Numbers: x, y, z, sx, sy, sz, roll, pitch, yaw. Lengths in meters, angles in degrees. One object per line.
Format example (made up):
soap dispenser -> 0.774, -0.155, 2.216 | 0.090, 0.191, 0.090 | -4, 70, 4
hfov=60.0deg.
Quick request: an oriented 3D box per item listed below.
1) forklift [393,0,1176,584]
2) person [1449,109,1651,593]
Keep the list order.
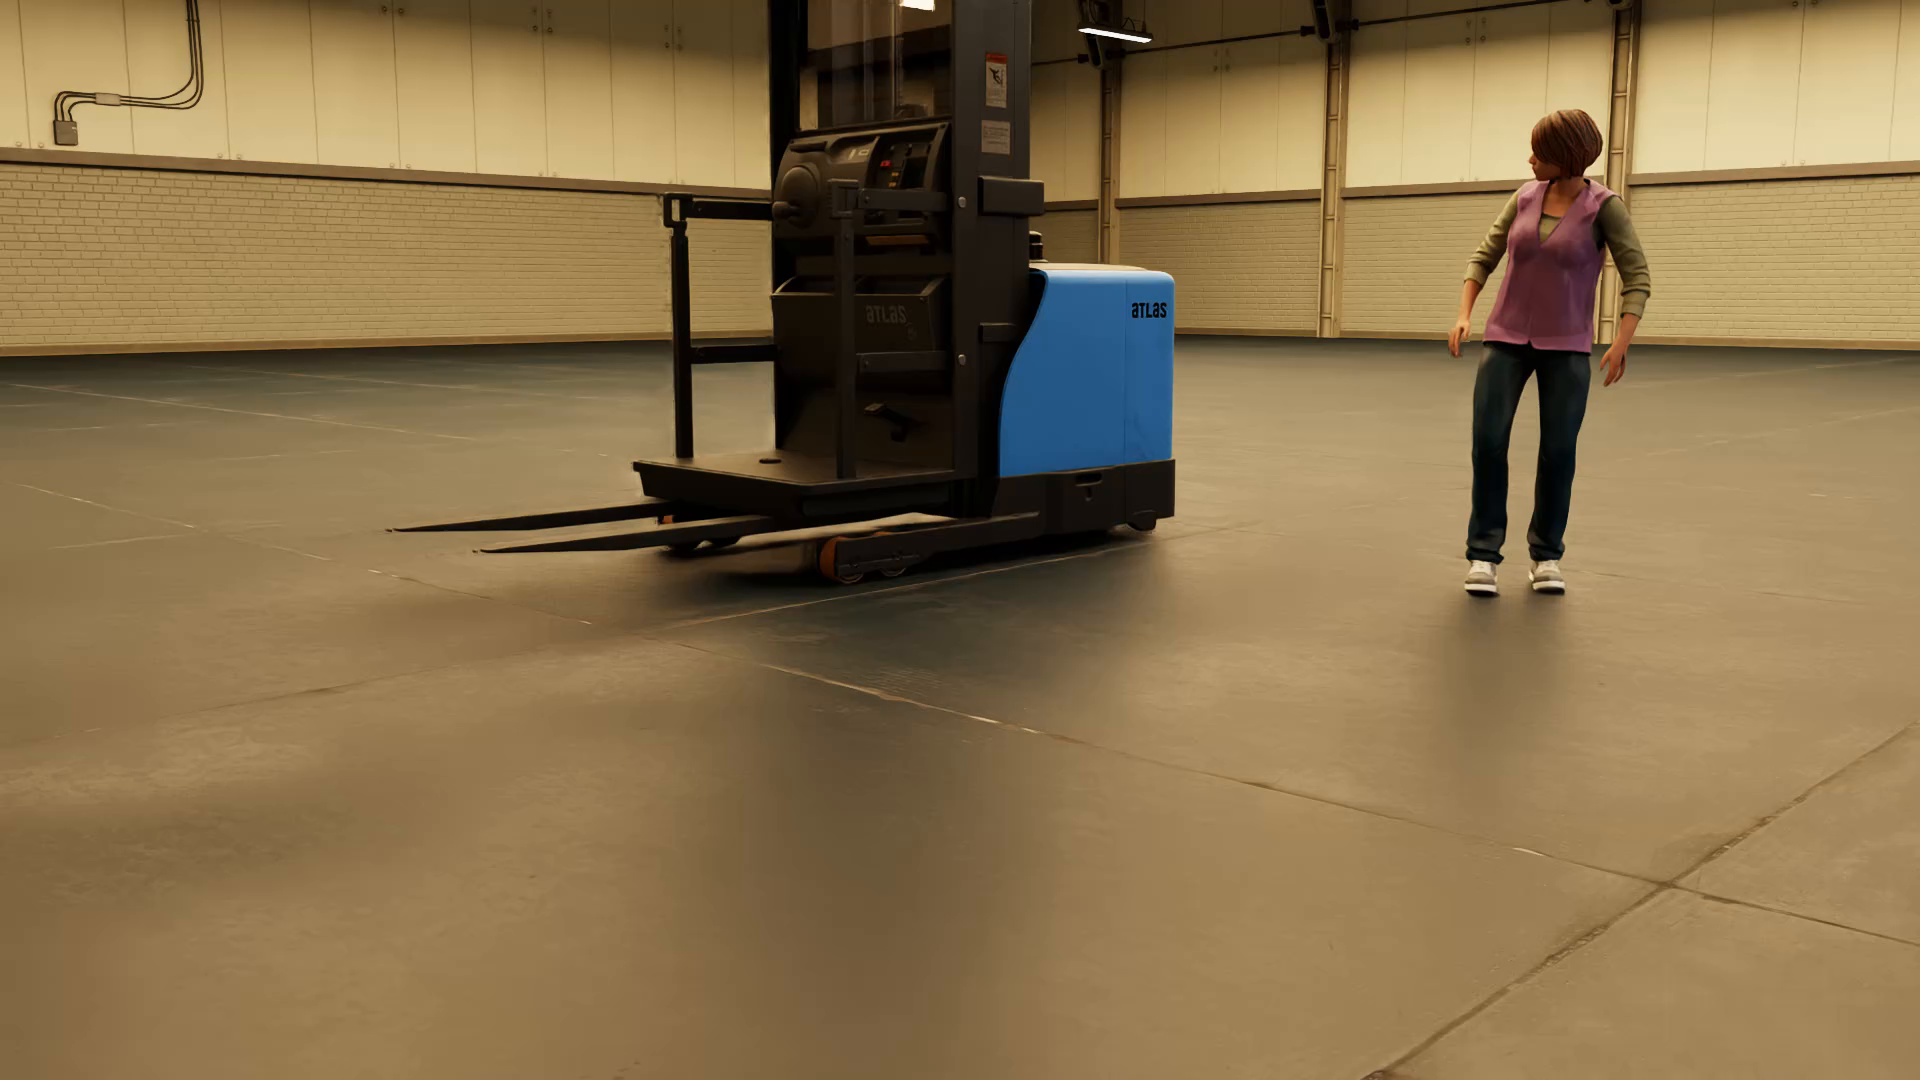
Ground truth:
forklift -> -0.532, -1.384, 6.067 | 3.031, 2.935, 1.130 | -8, 12, -42
person -> 1.930, -0.607, 5.485 | 0.617, 1.576, 0.451 | 5, 10, 28
